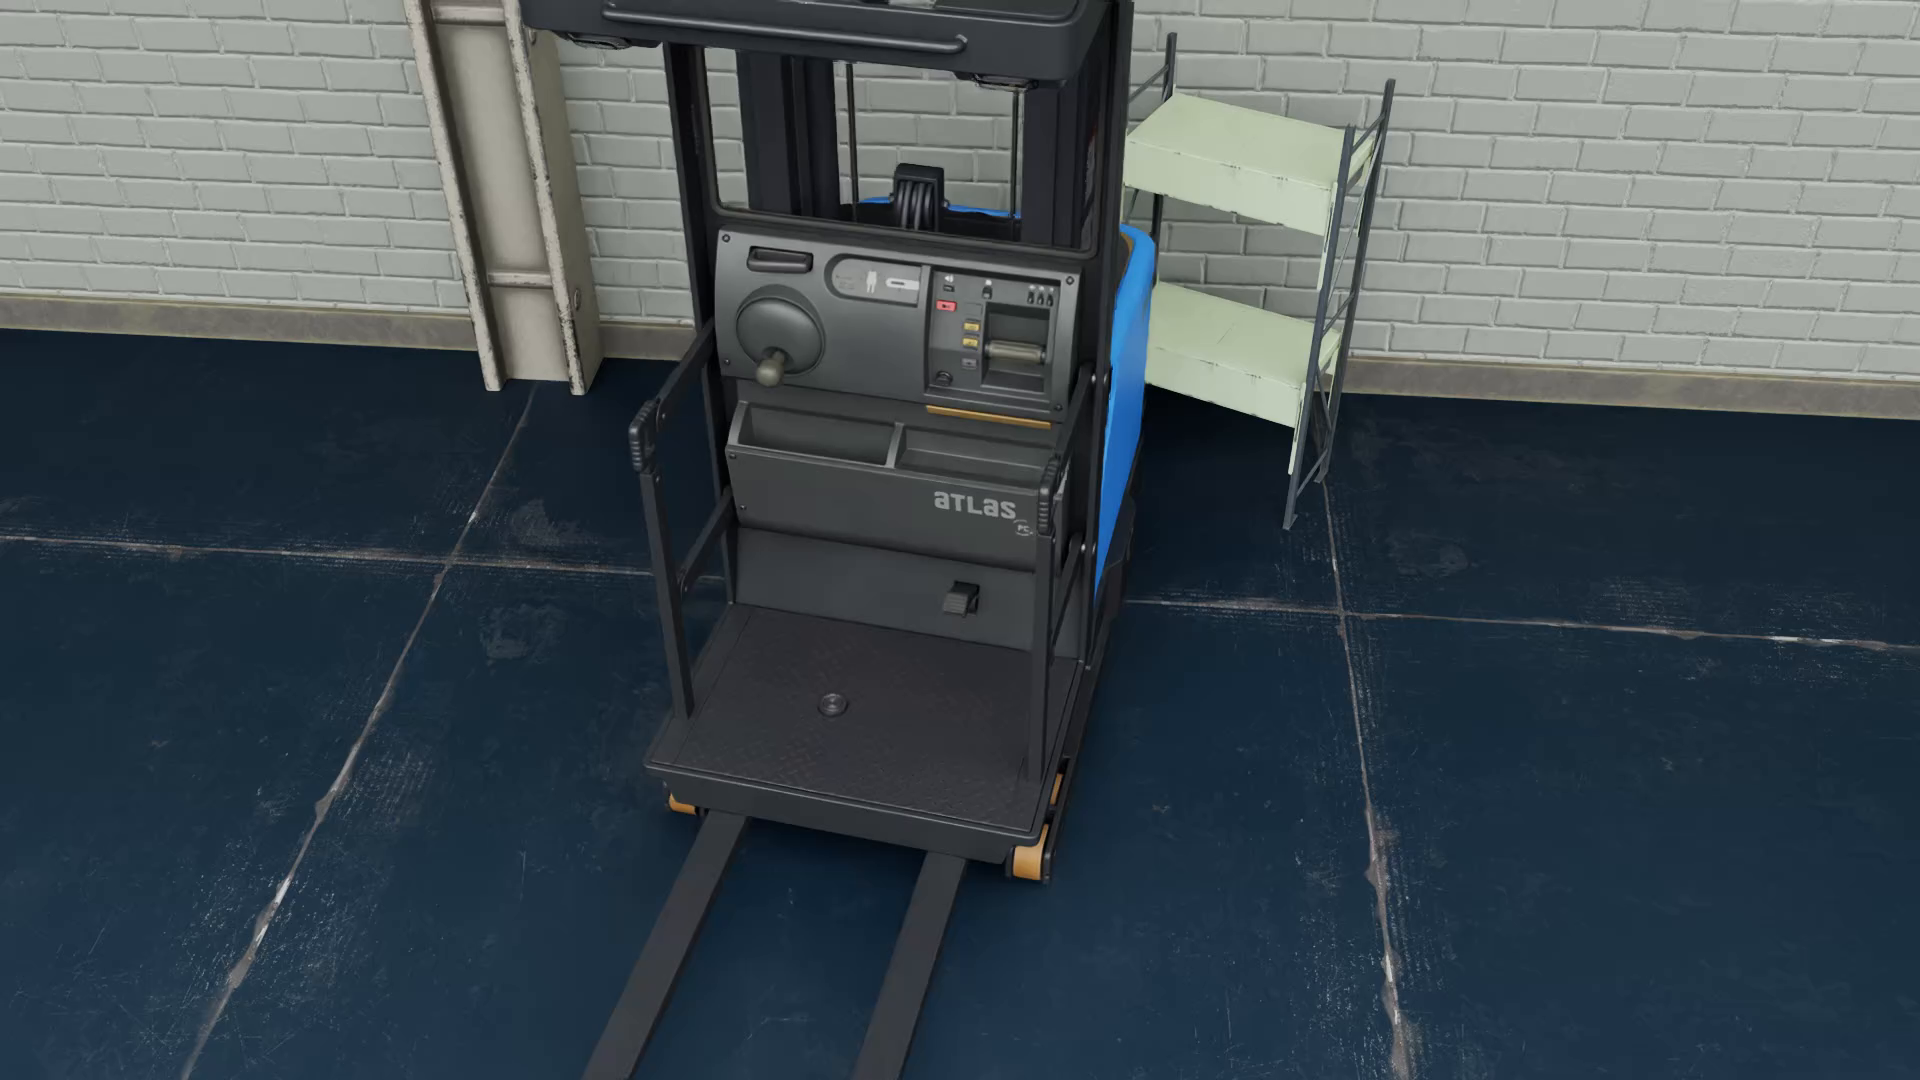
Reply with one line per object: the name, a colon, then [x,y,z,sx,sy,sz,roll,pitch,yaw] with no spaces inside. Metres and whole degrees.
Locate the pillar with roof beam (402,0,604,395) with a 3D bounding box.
pillar with roof beam: [-2.005,-1.451,0.404,0.400,9.000,9.100,3,39,4]

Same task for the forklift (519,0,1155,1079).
forklift: [-0.216,-0.468,4.003,1.130,2.935,3.031,9,40,11]

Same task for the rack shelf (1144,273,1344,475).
rack shelf: [0.915,-0.589,5.802,0.720,0.370,0.431,20,43,23]

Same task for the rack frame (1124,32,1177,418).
rack frame: [0.597,-0.957,5.737,0.023,1.500,0.400,20,43,23]

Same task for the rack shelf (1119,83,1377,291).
rack shelf: [0.915,-1.145,5.350,0.720,0.370,0.431,20,43,23]

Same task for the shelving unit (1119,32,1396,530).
shelving unit: [0.915,-0.842,5.597,0.755,1.500,0.431,20,43,23]

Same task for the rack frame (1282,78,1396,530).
rack frame: [1.233,-0.728,5.456,0.023,1.500,0.400,20,43,23]
